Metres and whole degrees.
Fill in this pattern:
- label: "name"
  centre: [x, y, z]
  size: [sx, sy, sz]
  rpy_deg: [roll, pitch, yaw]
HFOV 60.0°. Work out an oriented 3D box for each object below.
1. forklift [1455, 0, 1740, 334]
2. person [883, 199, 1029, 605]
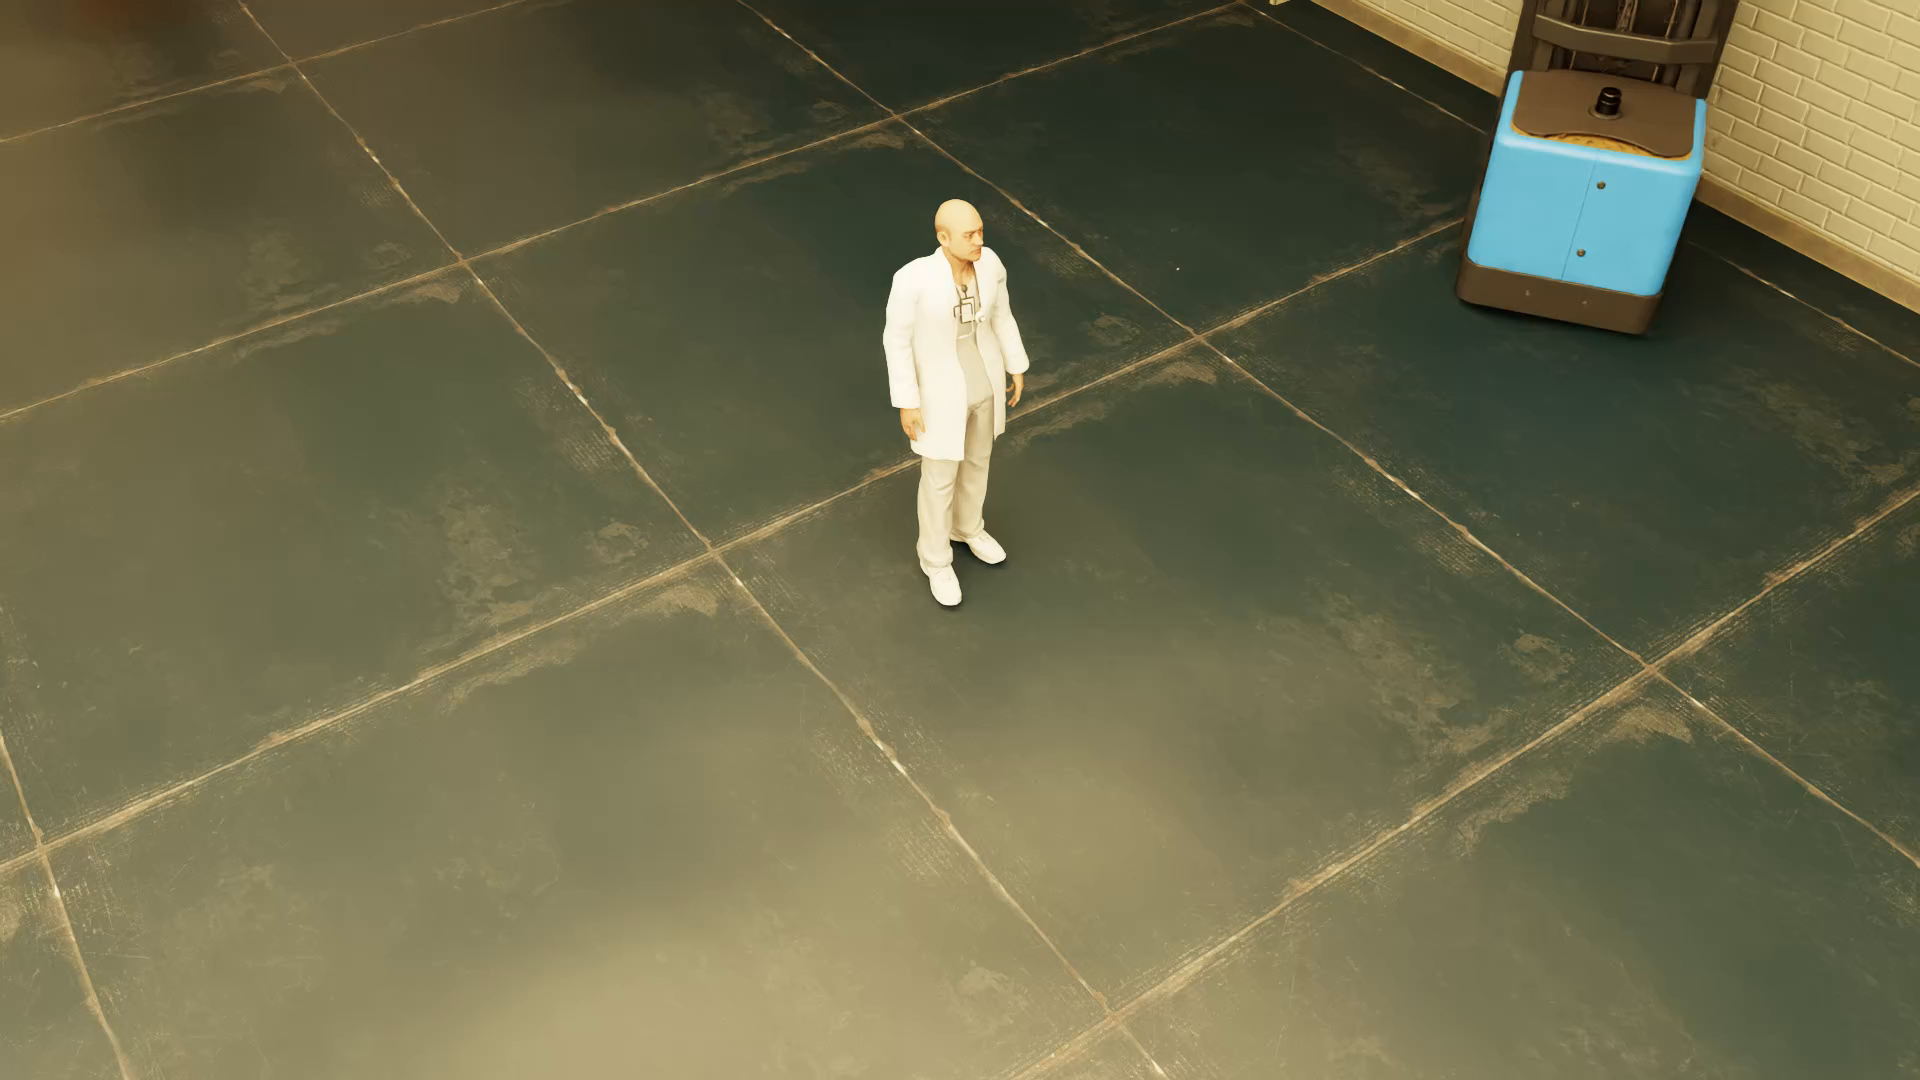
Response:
- label: "forklift"
  centre: [3.746, -3.200, 9.188]
  size: [1.130, 2.935, 3.031]
  rpy_deg: [14, 44, 15]
- label: "person"
  centre: [0.047, -0.607, 7.215]
  size: [0.696, 1.775, 0.581]
  rpy_deg: [-25, 48, -25]
